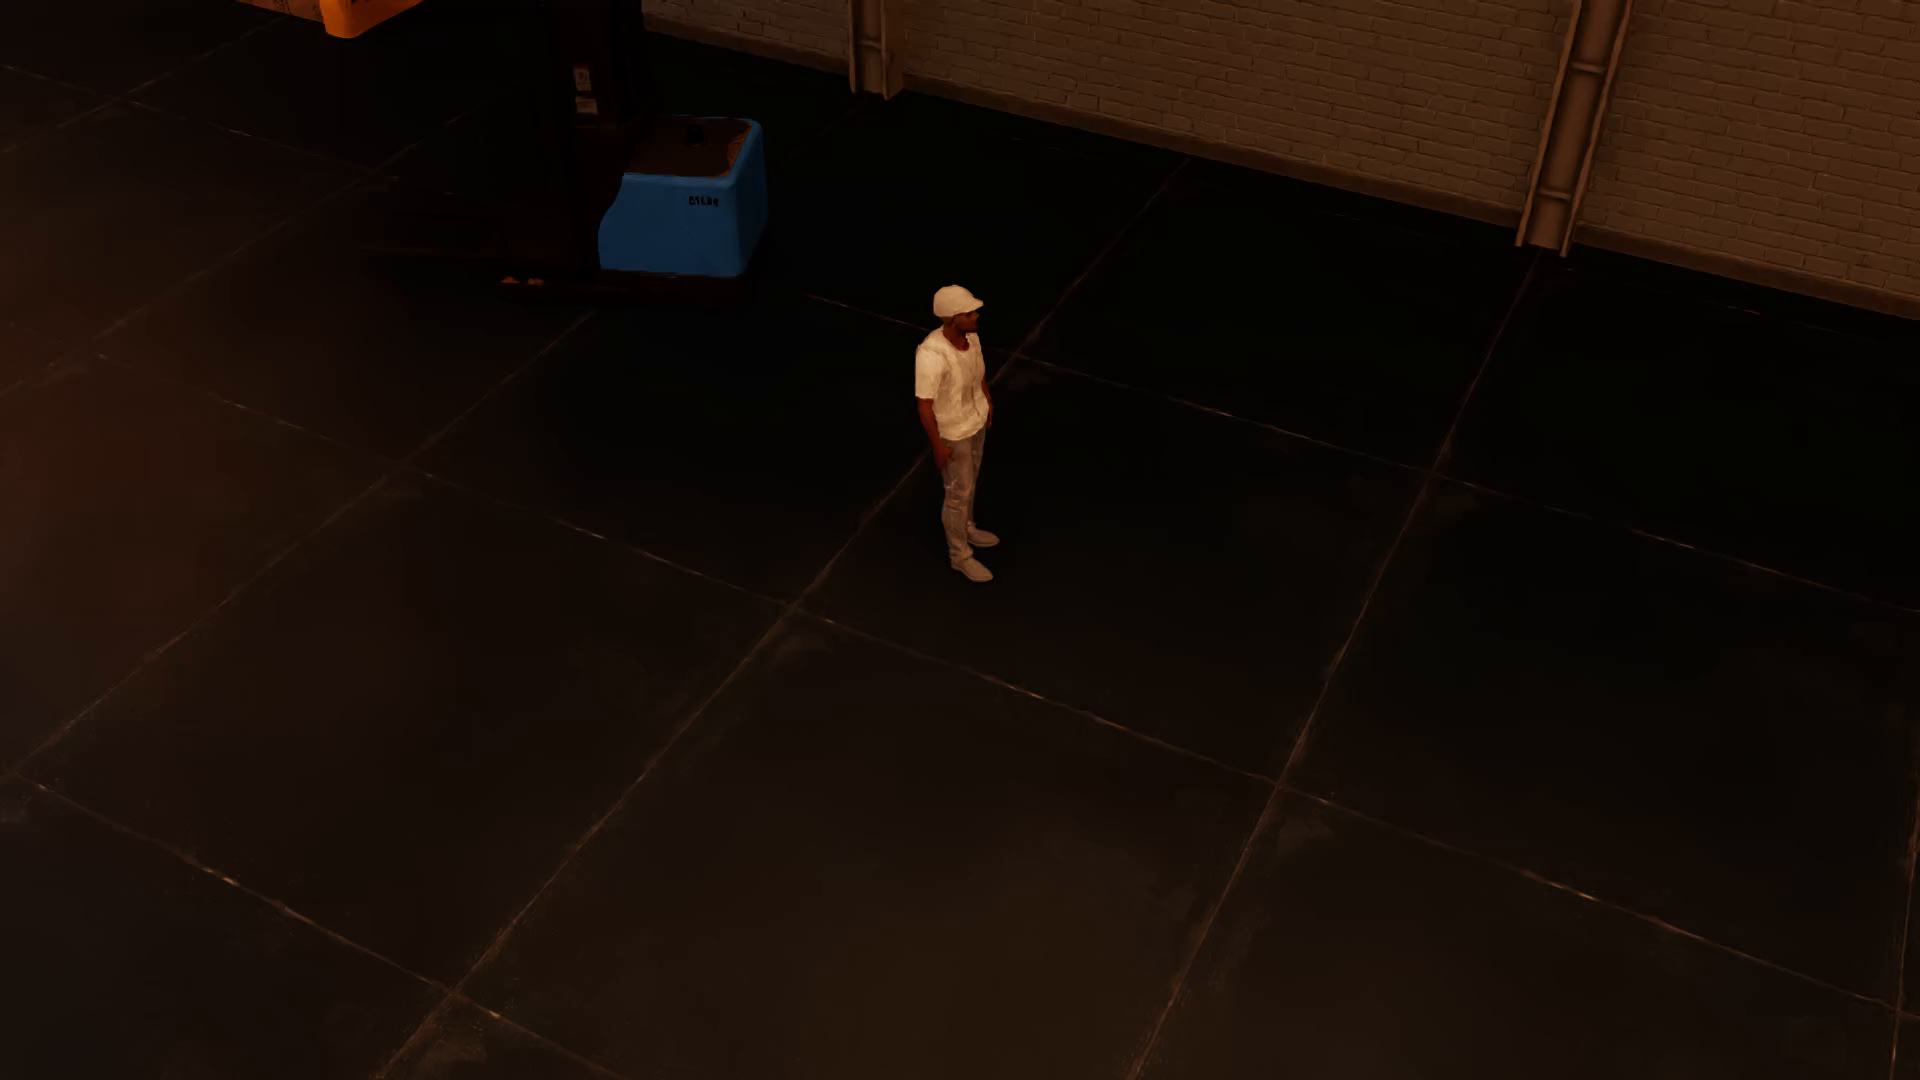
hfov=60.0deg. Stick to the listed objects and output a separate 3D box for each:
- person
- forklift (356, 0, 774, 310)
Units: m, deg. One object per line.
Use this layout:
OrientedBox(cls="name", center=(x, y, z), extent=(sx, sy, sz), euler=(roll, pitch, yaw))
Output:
OrientedBox(cls="person", center=(0.059, -0.657, 9.660), extent=(0.576, 1.766, 0.665), euler=(18, 43, 21))
OrientedBox(cls="forklift", center=(-3.003, -3.230, 11.822), extent=(3.031, 2.935, 1.130), euler=(5, 40, 6))
